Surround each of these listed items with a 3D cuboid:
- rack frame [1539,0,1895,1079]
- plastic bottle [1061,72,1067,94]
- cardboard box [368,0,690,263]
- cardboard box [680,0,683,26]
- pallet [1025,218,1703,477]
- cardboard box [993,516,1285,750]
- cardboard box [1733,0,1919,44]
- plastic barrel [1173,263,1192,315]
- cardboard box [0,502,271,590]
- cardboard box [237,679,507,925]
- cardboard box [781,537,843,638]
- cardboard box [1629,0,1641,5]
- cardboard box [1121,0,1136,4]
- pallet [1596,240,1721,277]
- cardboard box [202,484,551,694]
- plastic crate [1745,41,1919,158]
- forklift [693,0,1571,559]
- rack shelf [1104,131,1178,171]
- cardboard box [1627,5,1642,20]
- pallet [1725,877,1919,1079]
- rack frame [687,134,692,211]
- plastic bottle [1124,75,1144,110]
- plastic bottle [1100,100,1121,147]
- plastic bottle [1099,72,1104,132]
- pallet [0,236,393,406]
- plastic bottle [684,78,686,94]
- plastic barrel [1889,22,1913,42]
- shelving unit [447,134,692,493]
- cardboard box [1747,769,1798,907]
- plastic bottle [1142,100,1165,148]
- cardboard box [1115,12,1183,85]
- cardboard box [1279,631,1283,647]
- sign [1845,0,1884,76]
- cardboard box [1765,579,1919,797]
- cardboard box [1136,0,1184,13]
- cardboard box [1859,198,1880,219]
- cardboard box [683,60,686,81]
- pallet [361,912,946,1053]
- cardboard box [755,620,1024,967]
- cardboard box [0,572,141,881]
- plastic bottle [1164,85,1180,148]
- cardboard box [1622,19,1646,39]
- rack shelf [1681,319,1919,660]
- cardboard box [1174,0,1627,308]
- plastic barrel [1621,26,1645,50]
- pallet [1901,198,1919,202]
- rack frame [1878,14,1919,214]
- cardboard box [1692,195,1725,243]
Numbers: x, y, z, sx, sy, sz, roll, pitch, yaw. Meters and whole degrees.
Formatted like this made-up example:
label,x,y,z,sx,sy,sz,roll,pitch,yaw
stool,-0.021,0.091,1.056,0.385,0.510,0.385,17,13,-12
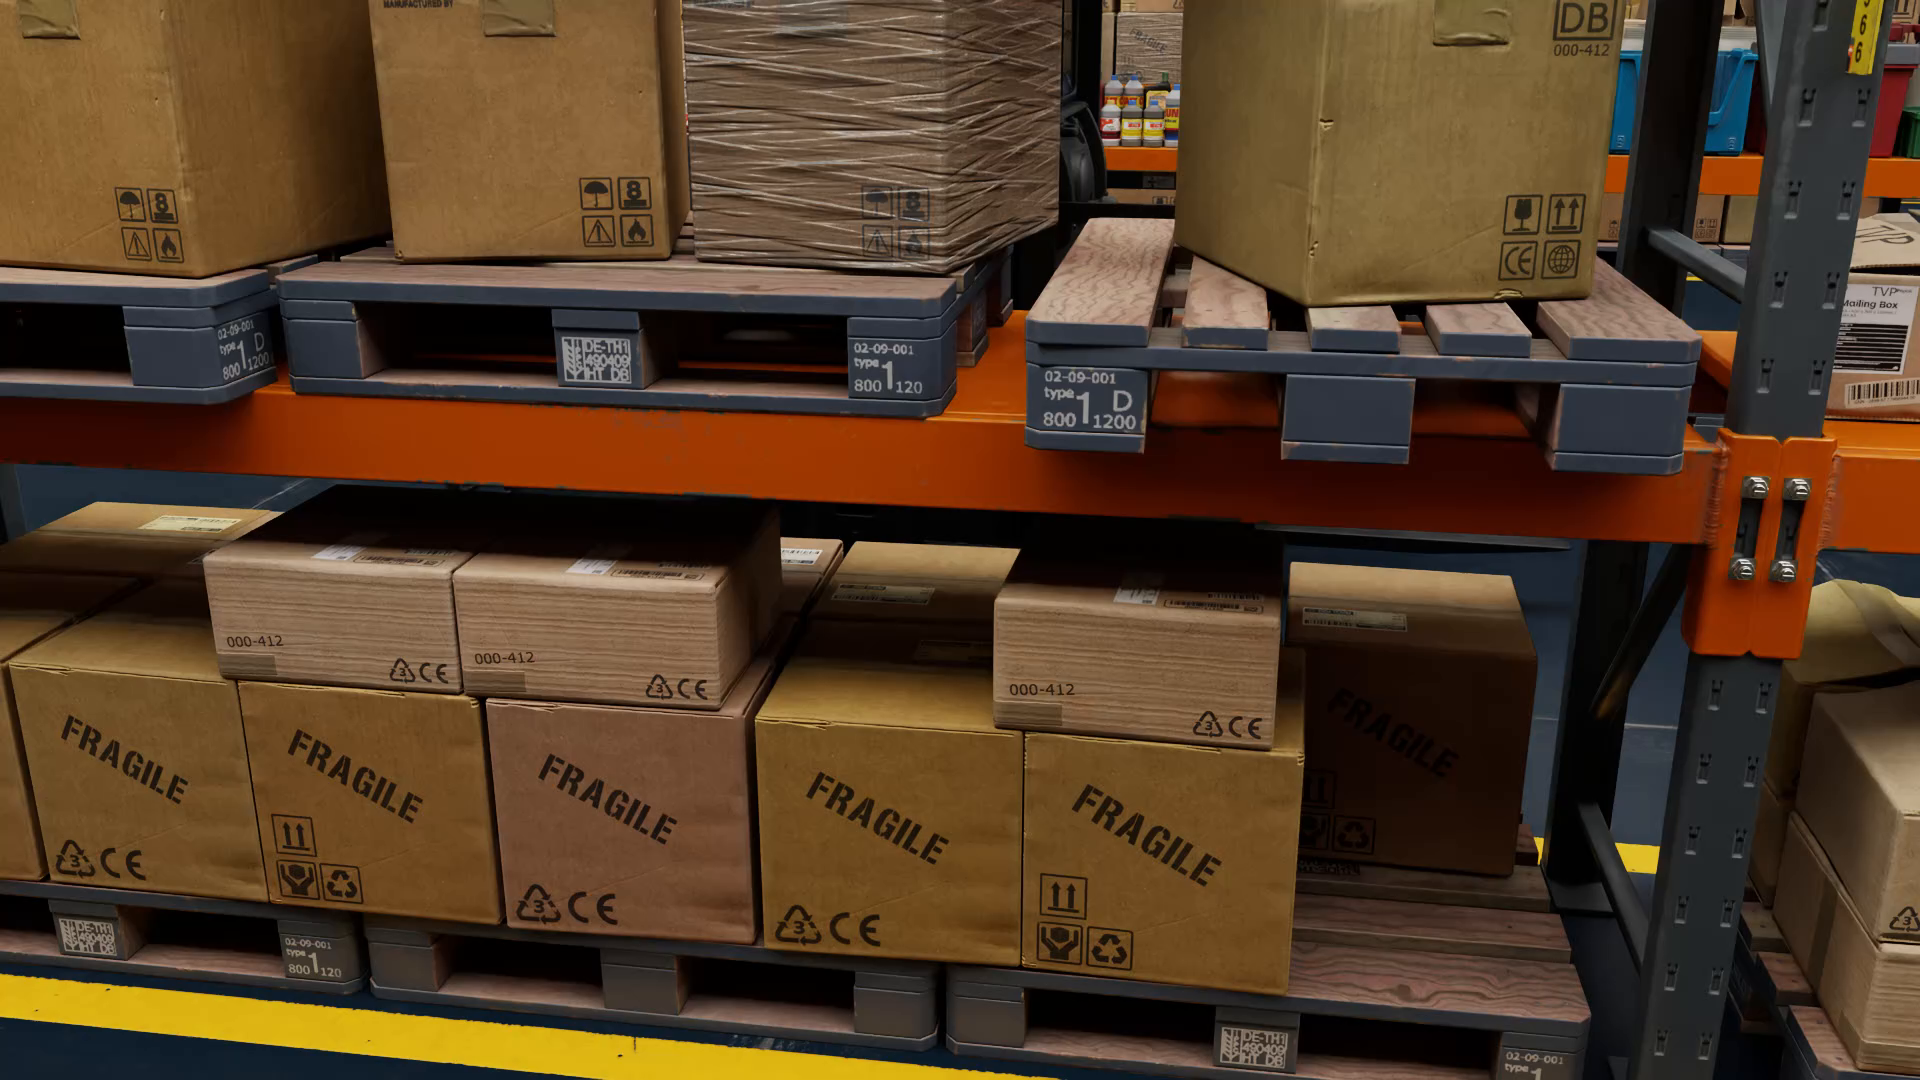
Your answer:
label,x,y,z,sx,sy,sz,roll,pitch,yaw
rack frame,1.370,-0.485,3.026,0.127,3.000,1.000,3,19,9
plastic bottle,0.413,-1.979,7.567,0.185,0.351,0.144,3,19,9
cardboard box,-0.825,-0.864,3.337,0.500,0.500,0.700,-2,19,-5
cardboard box,-1.995,-4.181,12.658,0.500,0.500,0.500,3,19,9
pallet,0.690,-0.406,3.093,1.003,0.211,1.213,3,19,9
cardboard box,0.353,0.161,3.159,0.500,0.250,0.500,4,19,11
cardboard box,6.132,-3.955,11.788,1.000,1.000,1.000,3,19,9
plastic barrel,1.102,-1.076,8.050,0.421,0.512,0.421,0,18,0
cardboard box,-2.047,0.225,4.149,0.500,0.500,0.500,3,19,8
cardboard box,-1.120,0.442,3.502,0.500,0.500,0.500,3,19,9
cardboard box,-0.563,0.303,3.916,0.500,0.500,0.500,2,19,7
cardboard box,6.781,-5.506,16.298,0.500,0.500,0.700,3,19,8
cardboard box,1.742,-5.460,16.690,0.250,0.149,0.380,3,19,10
pallet,4.917,-2.164,12.439,1.213,0.211,1.003,3,19,9
cardboard box,-1.153,0.086,3.384,0.500,0.250,0.500,3,19,9
plastic crate,3.706,-1.890,7.124,0.583,0.464,0.402,3,19,9
forklift,0.612,-1.350,5.719,3.031,2.935,1.130,4,19,11
rack shelf,0.185,-1.796,8.078,4.000,0.370,1.077,3,19,9
cardboard box,6.724,-4.951,16.217,0.500,0.500,0.500,3,19,8
pallet,2.177,0.891,3.308,1.213,0.211,1.003,3,19,9
rack frame,-0.919,-0.777,6.262,0.032,1.500,0.500,4,19,11
plastic bottle,0.857,-2.155,8.219,0.097,0.271,0.097,0,18,0
plastic bottle,0.681,-1.887,7.528,0.097,0.201,0.097,0,18,0
plastic bottle,0.650,-2.177,8.266,0.133,0.283,0.061,3,19,9
pallet,-1.808,-0.521,3.436,1.213,0.211,1.003,3,19,9
plastic bottle,-1.350,-2.261,8.528,0.135,0.276,0.152,3,19,9
plastic barrel,4.047,-2.076,7.565,0.433,0.535,0.433,0,18,0
shelving unit,-1.417,-0.809,6.358,1.048,1.500,0.538,4,19,11
cardboard box,1.928,0.570,3.545,0.500,0.250,0.500,3,19,10
plastic bottle,0.873,-1.877,7.499,0.097,0.201,0.097,0,18,0
cardboard box,1.414,-3.635,12.283,0.500,0.500,0.500,2,19,7
cardboard box,0.448,0.355,3.762,0.500,0.500,0.500,2,19,7
sign,1.293,-0.826,2.345,0.005,0.325,0.100,3,19,9
cardboard box,1.926,0.303,3.458,0.500,0.311,0.500,3,19,10
cardboard box,1.583,-4.187,12.352,0.637,0.503,0.797,3,19,10
cardboard box,6.291,-2.448,12.139,0.500,0.500,0.700,1,19,4
cardboard box,-2.119,-3.622,12.798,0.250,0.149,0.380,3,19,10
pallet,-0.562,0.726,3.802,1.213,0.211,1.003,3,19,9
cardboard box,-0.102,0.492,3.352,0.500,0.500,0.500,2,19,7
cardboard box,-2.141,0.391,3.654,0.500,0.500,0.500,2,19,6
plastic bottle,0.969,-1.905,7.473,0.097,0.271,0.097,0,18,0
cardboard box,4.563,-3.560,11.791,0.500,0.250,0.500,2,19,7
rack shelf,3.345,-0.043,2.839,4.000,0.370,1.077,3,19,9
cardboard box,0.730,-0.728,2.933,0.500,0.500,0.700,-3,19,-10
plastic barrel,3.209,-2.105,7.691,0.421,0.512,0.421,0,18,0
pallet,9.727,-3.490,16.402,1.213,0.211,1.003,3,19,9
rack frame,6.894,-3.387,11.699,0.127,3.000,1.000,3,19,9
cardboard box,5.271,-2.506,12.312,0.500,0.500,0.700,1,19,4
